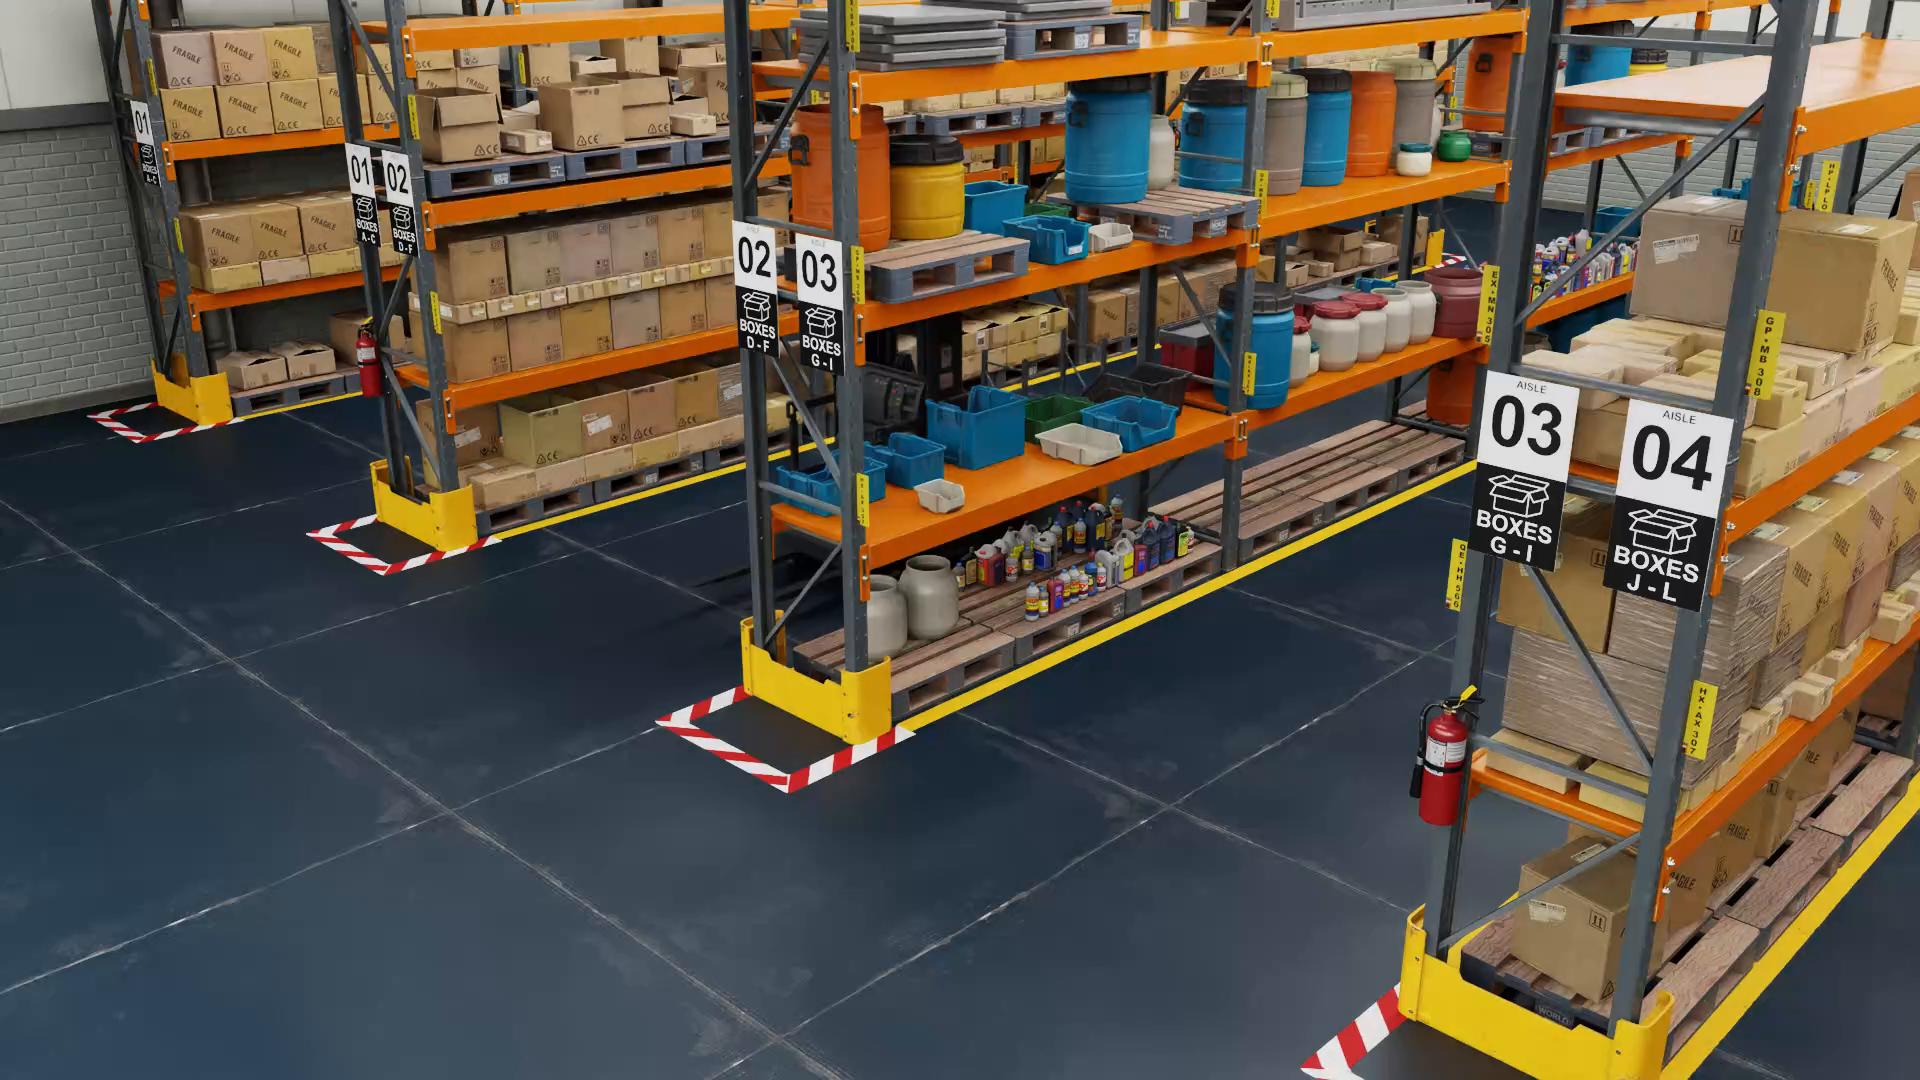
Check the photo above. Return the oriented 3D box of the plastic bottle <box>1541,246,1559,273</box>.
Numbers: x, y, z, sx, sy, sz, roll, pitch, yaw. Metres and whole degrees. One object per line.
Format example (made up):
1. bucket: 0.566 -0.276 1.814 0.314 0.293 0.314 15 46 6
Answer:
1. plastic bottle: 6.264 -2.976 17.671 0.152 0.276 0.135 19 28 41

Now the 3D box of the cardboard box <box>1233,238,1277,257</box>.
1. cardboard box: 4.045 -3.830 22.592 0.500 0.500 0.500 19 28 41

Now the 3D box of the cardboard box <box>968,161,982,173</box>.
1. cardboard box: 0.107 -5.477 24.327 0.250 0.149 0.380 -20 28 -41

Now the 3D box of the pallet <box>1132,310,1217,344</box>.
1. pallet: 2.459 -2.739 20.769 1.003 0.211 1.213 19 28 41

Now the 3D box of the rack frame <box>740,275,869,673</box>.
1. rack frame: -0.974 -0.249 10.404 1.000 3.000 0.127 19 28 41

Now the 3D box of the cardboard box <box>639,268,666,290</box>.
1. cardboard box: -2.836 -2.349 14.823 0.250 0.149 0.380 -19 28 -40

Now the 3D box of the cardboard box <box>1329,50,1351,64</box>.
1. cardboard box: 4.716 -6.330 21.555 0.500 0.250 0.500 19 28 41

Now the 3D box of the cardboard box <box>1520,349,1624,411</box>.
1. cardboard box: 2.545 -0.675 6.985 0.380 0.149 0.250 19 28 41

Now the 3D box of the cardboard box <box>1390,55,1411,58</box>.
1. cardboard box: 5.776 -6.477 22.635 0.500 0.250 0.500 19 28 41

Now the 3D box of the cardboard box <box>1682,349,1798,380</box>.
1. cardboard box: 3.271 -0.677 6.989 0.380 0.149 0.250 19 28 40

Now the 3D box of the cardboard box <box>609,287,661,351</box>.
1. cardboard box: -3.108 -2.052 14.955 0.500 0.500 0.700 -19 28 -40

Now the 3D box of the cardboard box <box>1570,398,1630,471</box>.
1. cardboard box: 2.729 -0.527 7.155 0.500 0.250 0.500 -19 28 -41

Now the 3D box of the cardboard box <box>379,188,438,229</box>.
1. cardboard box: -6.093 -3.591 18.234 0.500 0.500 0.500 18 28 39

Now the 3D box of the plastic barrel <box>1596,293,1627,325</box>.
1. plastic barrel: 7.006 -2.415 18.377 0.600 0.901 0.708 19 28 41

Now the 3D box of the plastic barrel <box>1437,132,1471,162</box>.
1. plastic barrel: 4.471 -3.557 15.045 0.294 0.245 0.294 0 21 0

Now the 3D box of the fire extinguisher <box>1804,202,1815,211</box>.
1. fire extinguisher: 10.618 -4.077 20.990 0.296 0.674 0.183 19 28 41

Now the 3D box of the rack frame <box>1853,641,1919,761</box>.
1. rack frame: 5.365 -0.038 9.854 1.000 3.000 0.127 19 28 41

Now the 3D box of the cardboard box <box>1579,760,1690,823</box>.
1. cardboard box: 2.944 1.094 7.259 0.380 0.149 0.250 19 28 41

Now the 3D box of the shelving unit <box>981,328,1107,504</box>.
1. shelving unit: 0.729 -0.969 14.366 0.587 1.500 1.083 19 28 41

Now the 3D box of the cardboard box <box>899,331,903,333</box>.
1. cardboard box: -0.945 -2.131 17.766 0.500 0.311 0.500 19 28 40

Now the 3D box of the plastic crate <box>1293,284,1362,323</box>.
1. plastic crate: 3.260 -1.997 14.861 0.402 0.464 0.583 19 28 41

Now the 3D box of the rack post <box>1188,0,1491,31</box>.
1. rack post: 3.129 -4.699 13.339 1.013 1.000 3.121 19 28 41

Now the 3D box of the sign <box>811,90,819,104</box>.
1. sign: -1.331 -4.058 15.301 0.100 0.325 0.005 19 28 41

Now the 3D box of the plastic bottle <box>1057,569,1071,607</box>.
1. plastic bottle: 0.753 0.343 12.053 0.097 0.271 0.097 0 21 0

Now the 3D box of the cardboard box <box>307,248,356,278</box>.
1. cardboard box: -6.793 -2.980 17.691 0.500 0.250 0.500 19 28 40

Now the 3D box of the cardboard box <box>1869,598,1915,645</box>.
1. cardboard box: 4.933 0.412 9.035 0.380 0.149 0.250 19 28 41

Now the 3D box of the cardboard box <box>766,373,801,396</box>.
1. cardboard box: -1.648 -1.610 17.191 0.500 0.250 0.500 19 28 40

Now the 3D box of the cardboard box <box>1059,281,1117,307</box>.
1. cardboard box: 1.545 -2.884 20.130 0.500 0.500 0.500 -19 28 -40

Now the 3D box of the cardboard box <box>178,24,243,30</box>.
1. cardboard box: -7.586 -4.971 16.946 0.500 0.500 0.500 -18 27 -39

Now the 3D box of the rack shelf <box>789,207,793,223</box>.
1. rack shelf: -3.887 -3.935 20.996 1.077 0.370 4.000 19 28 41

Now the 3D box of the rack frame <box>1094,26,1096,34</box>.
1. rack frame: 1.060 -6.346 17.905 1.000 3.000 0.127 19 28 41

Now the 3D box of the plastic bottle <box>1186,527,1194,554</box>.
1. plastic bottle: 1.787 -0.005 13.056 0.097 0.201 0.097 0 21 0

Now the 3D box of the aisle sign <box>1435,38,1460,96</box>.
1. aisle sign: 6.908 -6.757 23.712 0.394 0.787 0.004 19 28 41

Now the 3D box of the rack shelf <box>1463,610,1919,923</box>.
1. rack shelf: 3.970 0.812 8.645 1.077 0.370 4.000 19 28 41

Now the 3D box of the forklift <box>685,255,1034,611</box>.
1. forklift: -0.768 -1.126 12.782 1.130 2.935 3.031 19 28 41

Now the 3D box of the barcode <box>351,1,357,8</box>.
1. barcode: -6.560 -5.794 18.001 0.001 0.075 0.075 19 28 41

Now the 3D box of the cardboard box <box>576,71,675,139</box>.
1. cardboard box: -2.969 -3.836 14.630 0.637 0.503 0.797 -16 26 -36

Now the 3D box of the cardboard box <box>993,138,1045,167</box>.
1. cardboard box: 0.689 -6.089 25.178 0.700 0.700 0.980 -20 28 -41

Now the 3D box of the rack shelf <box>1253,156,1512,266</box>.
1. rack shelf: 3.212 -2.856 14.007 1.077 0.370 4.000 19 28 41

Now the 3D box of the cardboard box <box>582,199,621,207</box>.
1. cardboard box: -4.507 -4.273 20.120 0.500 0.500 0.700 -17 27 -37

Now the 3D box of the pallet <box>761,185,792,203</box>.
1. pallet: -2.912 -4.486 21.693 1.213 0.211 1.003 19 28 41

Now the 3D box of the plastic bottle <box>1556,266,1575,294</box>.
1. plastic bottle: 6.108 -2.634 16.782 0.152 0.276 0.135 19 28 41

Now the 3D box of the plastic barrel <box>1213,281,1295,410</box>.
1. plastic barrel: 2.303 -1.535 13.050 0.600 0.901 0.708 19 28 41

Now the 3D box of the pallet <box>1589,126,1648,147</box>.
1. pallet: 6.131 -4.127 16.576 1.003 0.211 1.213 19 28 41

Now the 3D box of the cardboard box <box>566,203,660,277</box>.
1. cardboard box: -3.085 -2.668 14.748 0.700 0.500 0.500 19 28 41

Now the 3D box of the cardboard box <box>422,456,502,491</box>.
1. cardboard box: -4.358 -0.614 14.601 0.500 0.250 0.500 19 28 41

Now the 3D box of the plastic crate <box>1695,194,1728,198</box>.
1. plastic crate: 9.320 -4.162 20.732 0.416 0.233 0.300 19 28 41

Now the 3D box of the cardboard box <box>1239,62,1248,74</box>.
1. cardboard box: 3.447 -6.153 20.719 0.600 0.600 0.600 16 26 36

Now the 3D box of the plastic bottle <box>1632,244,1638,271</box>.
1. plastic bottle: 7.225 -3.026 17.791 0.061 0.283 0.133 19 28 41

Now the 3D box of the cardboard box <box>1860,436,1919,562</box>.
1. cardboard box: 4.551 -0.248 8.454 0.500 0.500 0.500 19 28 41

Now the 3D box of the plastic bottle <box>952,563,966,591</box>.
1. plastic bottle: -0.007 0.270 12.340 0.097 0.201 0.097 0 21 0

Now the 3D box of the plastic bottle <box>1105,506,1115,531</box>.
1. plastic bottle: 1.209 -0.178 13.506 0.097 0.201 0.097 0 21 0

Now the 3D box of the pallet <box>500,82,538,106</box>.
1. pallet: -4.775 -5.201 19.369 1.213 0.211 1.003 19 28 41

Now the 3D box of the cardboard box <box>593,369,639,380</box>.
1. cardboard box: -3.323 -1.354 15.479 0.500 0.500 0.500 19 28 41

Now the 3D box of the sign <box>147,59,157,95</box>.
1. sign: -7.683 -4.401 15.806 0.100 0.325 0.005 19 28 41
